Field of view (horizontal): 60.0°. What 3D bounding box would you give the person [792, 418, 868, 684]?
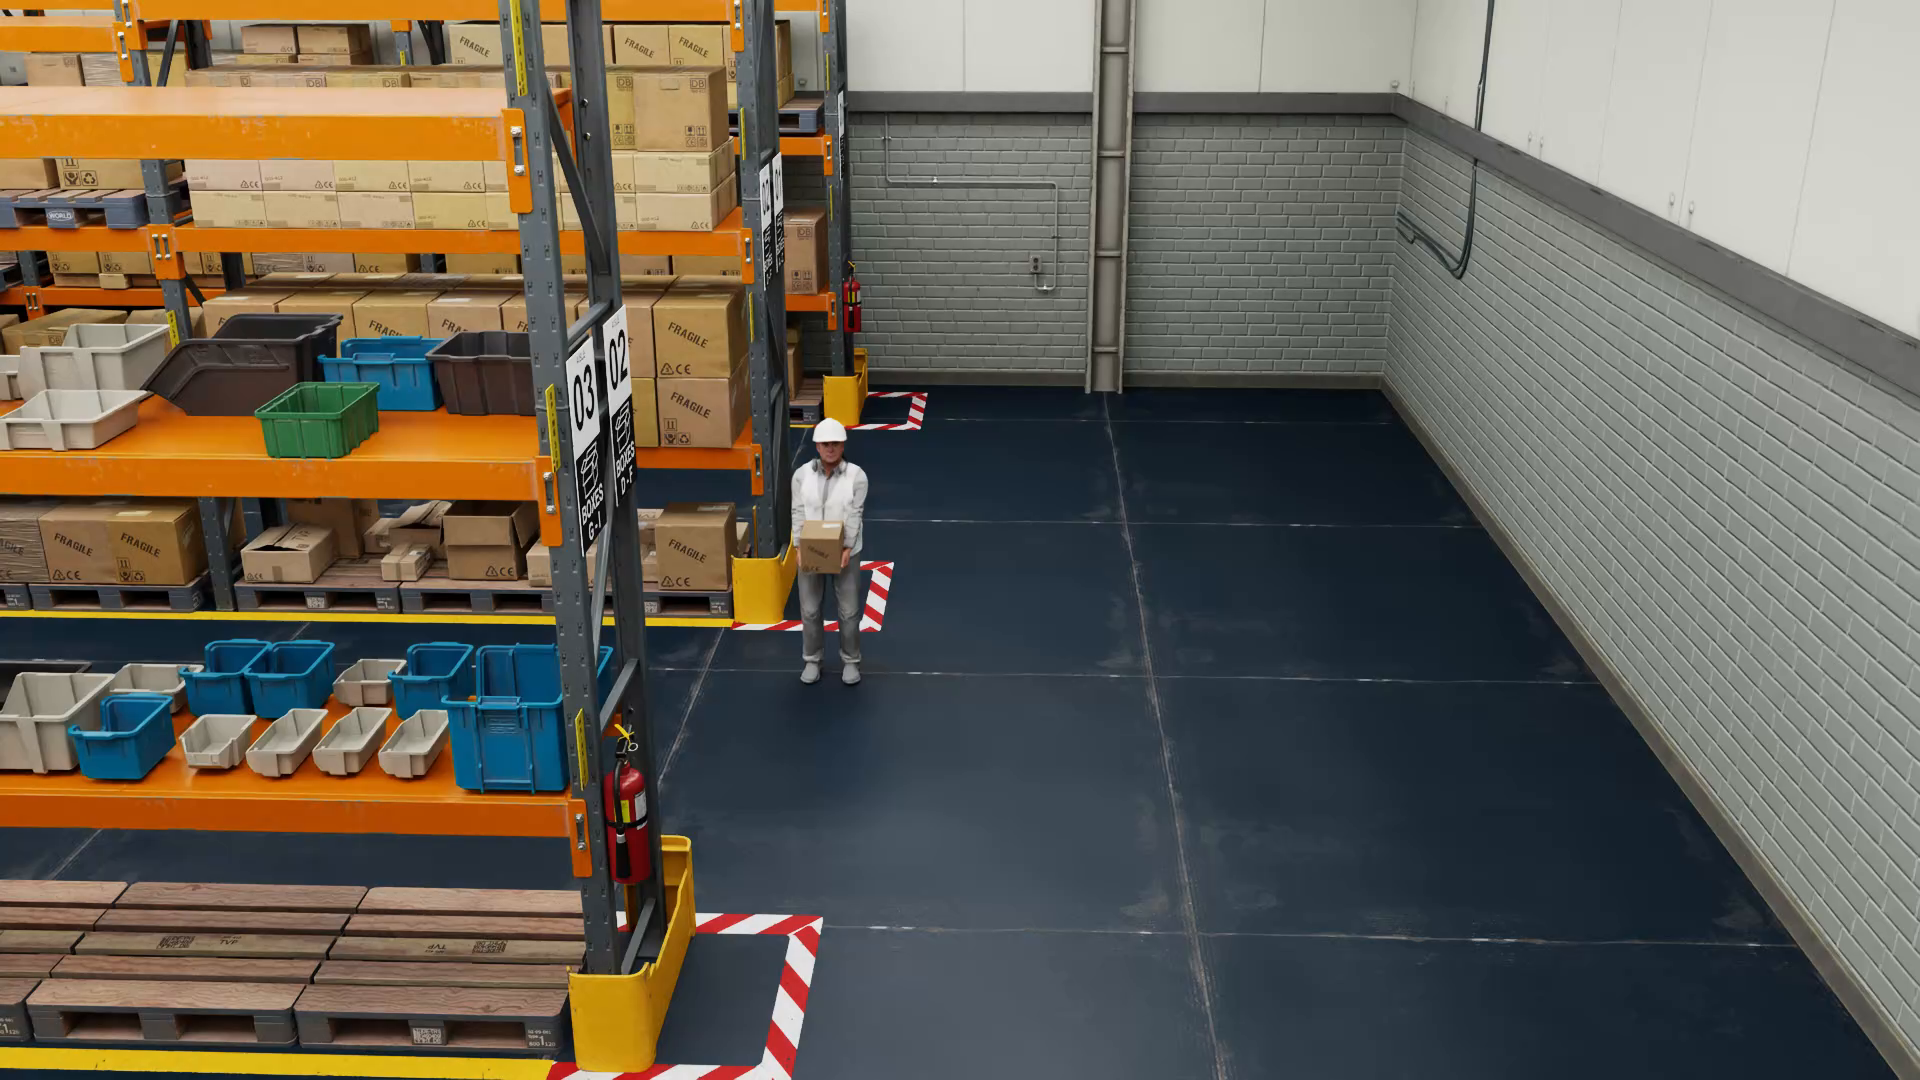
[{"bbox_3d":[-0.844,0.106,10.771,0.494,1.763,0.549,1,21,3],"label":"person"}]
